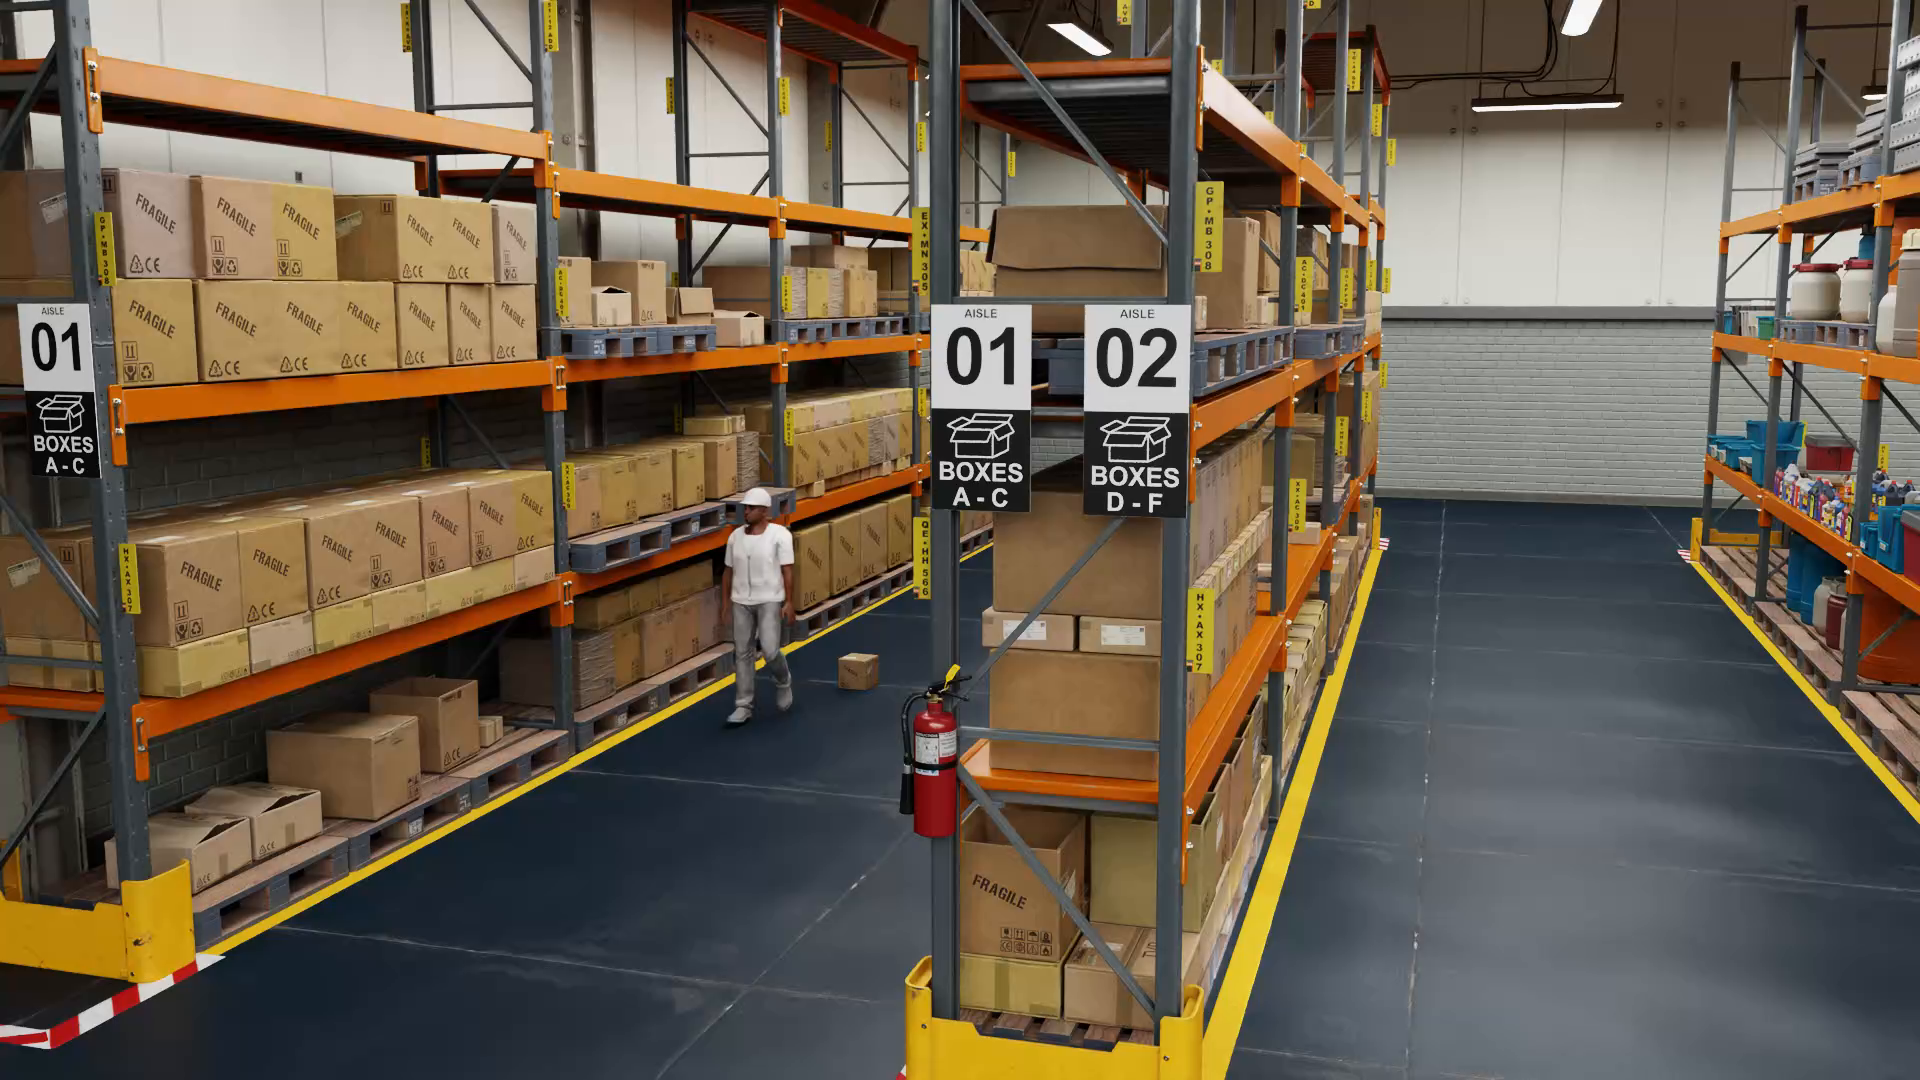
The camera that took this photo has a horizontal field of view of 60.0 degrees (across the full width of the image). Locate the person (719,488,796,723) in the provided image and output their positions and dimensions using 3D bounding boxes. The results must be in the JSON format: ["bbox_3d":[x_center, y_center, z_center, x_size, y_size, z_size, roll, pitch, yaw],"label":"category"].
[{"bbox_3d":[-1.564,0.490,12.707,0.613,1.762,0.615,3,9,17],"label":"person"}]
